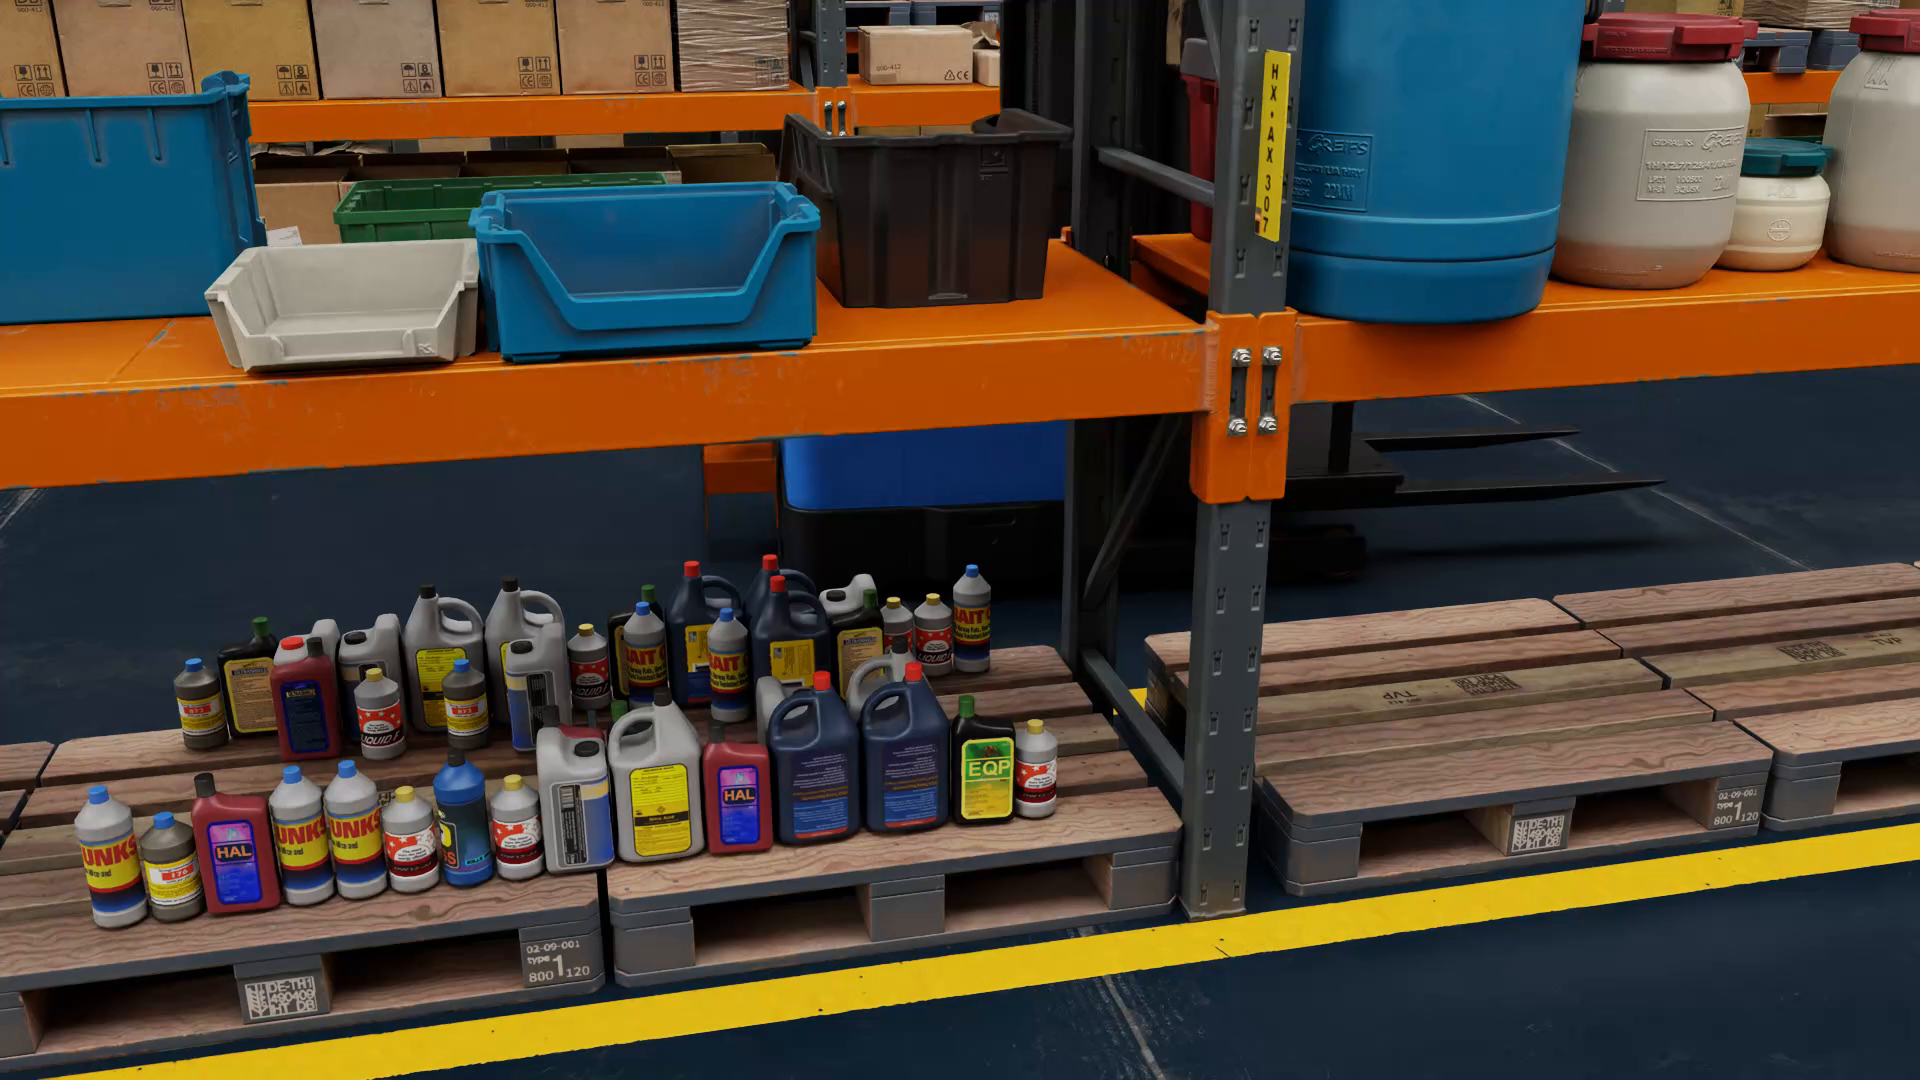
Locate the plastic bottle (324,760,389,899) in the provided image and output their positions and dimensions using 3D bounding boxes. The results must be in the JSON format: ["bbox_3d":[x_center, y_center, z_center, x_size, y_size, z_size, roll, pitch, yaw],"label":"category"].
[{"bbox_3d":[-1.184,0.559,3.255,0.097,0.271,0.097,0,20,0],"label":"plastic bottle"}]

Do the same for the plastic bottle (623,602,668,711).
[{"bbox_3d":[-0.758,0.281,4.015,0.097,0.271,0.097,0,20,0],"label":"plastic bottle"}]

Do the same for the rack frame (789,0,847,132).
[{"bbox_3d":[-0.695,-2.416,8.050,0.127,3.000,1.000,-5,21,-12],"label":"rack frame"}]

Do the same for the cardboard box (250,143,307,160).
[{"bbox_3d":[-5.037,-2.726,12.166,0.500,0.311,0.500,-7,21,-19],"label":"cardboard box"}]

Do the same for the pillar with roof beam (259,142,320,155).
[{"bbox_3d":[-4.258,-5.479,7.688,0.400,9.000,9.100,-5,21,-12],"label":"pillar with roof beam"}]

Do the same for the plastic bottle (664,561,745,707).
[{"bbox_3d":[-0.623,0.219,4.067,0.185,0.351,0.144,-6,21,-15],"label":"plastic bottle"}]

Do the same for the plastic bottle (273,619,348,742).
[{"bbox_3d":[-1.513,0.328,3.879,0.135,0.276,0.152,-4,21,-12],"label":"plastic bottle"}]

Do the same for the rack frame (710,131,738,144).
[{"bbox_3d":[-1.838,-4.074,12.576,0.127,3.000,1.000,-5,21,-12],"label":"rack frame"}]

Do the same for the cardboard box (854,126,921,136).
[{"bbox_3d":[-0.634,-3.229,13.262,0.500,0.500,0.700,-5,21,-14],"label":"cardboard box"}]

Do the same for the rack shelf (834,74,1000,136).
[{"bbox_3d":[1.252,-2.237,8.606,4.000,0.370,1.077,-5,21,-12],"label":"rack shelf"}]

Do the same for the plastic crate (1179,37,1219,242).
[{"bbox_3d":[0.842,-0.929,3.896,0.583,0.464,0.402,-5,21,-12],"label":"plastic crate"}]

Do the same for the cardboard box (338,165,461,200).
[{"bbox_3d":[-2.554,-1.444,7.692,0.500,0.500,0.500,-5,21,-12],"label":"cardboard box"}]

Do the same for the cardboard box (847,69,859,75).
[{"bbox_3d":[-0.698,-3.559,13.074,0.500,0.250,0.500,-5,21,-14],"label":"cardboard box"}]

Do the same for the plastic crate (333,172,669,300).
[{"bbox_3d":[-0.944,-0.646,3.524,0.662,0.188,0.450,-5,21,-12],"label":"plastic crate"}]

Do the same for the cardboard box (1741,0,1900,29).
[{"bbox_3d":[4.719,-3.073,9.087,0.500,0.500,0.700,-1,20,-2],"label":"cardboard box"}]

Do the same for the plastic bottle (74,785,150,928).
[{"bbox_3d":[-1.615,0.594,3.159,0.097,0.271,0.097,0,20,0],"label":"plastic bottle"}]

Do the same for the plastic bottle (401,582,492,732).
[{"bbox_3d":[-1.218,0.267,3.935,0.185,0.351,0.144,-4,20,-10],"label":"plastic bottle"}]

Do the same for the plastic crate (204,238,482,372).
[{"bbox_3d":[-1.080,-0.421,2.986,0.437,0.136,0.530,-5,21,-12],"label":"plastic crate"}]

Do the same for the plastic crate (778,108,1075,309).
[{"bbox_3d":[-0.097,-0.730,3.537,0.504,0.338,0.767,-5,21,-12],"label":"plastic crate"}]

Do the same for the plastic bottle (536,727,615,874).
[{"bbox_3d":[-0.779,0.514,3.371,0.135,0.276,0.152,-4,21,-11],"label":"plastic bottle"}]

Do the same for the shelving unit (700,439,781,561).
[{"bbox_3d":[-0.745,-0.462,5.548,0.252,1.050,0.215,-3,20,-7],"label":"shelving unit"}]

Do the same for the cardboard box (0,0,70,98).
[{"bbox_3d":[-4.130,-2.179,7.258,0.500,0.500,0.700,-5,21,-12],"label":"cardboard box"}]

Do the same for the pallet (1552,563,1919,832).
[{"bbox_3d":[2.387,0.378,4.475,1.213,0.211,1.003,-5,21,-12],"label":"pallet"}]

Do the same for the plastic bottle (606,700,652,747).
[{"bbox_3d":[-0.668,0.467,3.489,0.133,0.283,0.061,-5,21,-12],"label":"plastic bottle"}]

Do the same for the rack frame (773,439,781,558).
[{"bbox_3d":[-0.624,-0.467,5.564,0.008,1.050,0.200,-3,20,-7],"label":"rack frame"}]

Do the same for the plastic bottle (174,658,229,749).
[{"bbox_3d":[-1.765,0.374,3.862,0.097,0.201,0.097,0,20,0],"label":"plastic bottle"}]

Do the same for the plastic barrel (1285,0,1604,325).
[{"bbox_3d":[0.887,-0.923,3.244,0.708,0.901,0.600,-5,21,-12],"label":"plastic barrel"}]

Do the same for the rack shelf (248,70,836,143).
[{"bbox_3d":[-2.641,-1.920,7.742,4.000,0.370,1.077,-5,21,-12],"label":"rack shelf"}]

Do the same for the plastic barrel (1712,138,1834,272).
[{"bbox_3d":[1.765,-0.747,3.693,0.301,0.262,0.301,0,20,0],"label":"plastic barrel"}]

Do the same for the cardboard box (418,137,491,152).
[{"bbox_3d":[-3.757,-2.902,12.369,0.500,0.500,0.700,-6,21,-16],"label":"cardboard box"}]

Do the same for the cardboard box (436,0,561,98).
[{"bbox_3d":[-2.126,-2.344,7.707,0.500,0.500,0.700,-4,21,-12],"label":"cardboard box"}]

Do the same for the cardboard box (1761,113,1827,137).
[{"bbox_3d":[5.103,-2.359,9.797,0.500,0.250,0.500,-5,21,-14],"label":"cardboard box"}]

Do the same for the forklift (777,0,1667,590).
[{"bbox_3d":[0.890,-1.414,5.414,3.031,2.935,1.130,-3,20,-7],"label":"forklift"}]

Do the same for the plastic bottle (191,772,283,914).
[{"bbox_3d":[-1.390,0.576,3.190,0.133,0.283,0.061,-4,21,-12],"label":"plastic bottle"}]

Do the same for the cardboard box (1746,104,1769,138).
[{"bbox_3d":[6.699,-3.756,14.730,0.500,0.500,0.700,-4,21,-12],"label":"cardboard box"}]

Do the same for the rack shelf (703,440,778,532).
[{"bbox_3d":[-0.745,-0.191,5.647,0.240,0.259,0.215,-3,20,-7],"label":"rack shelf"}]

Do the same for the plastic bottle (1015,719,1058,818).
[{"bbox_3d":[0.160,0.482,3.566,0.097,0.201,0.097,0,20,0],"label":"plastic bottle"}]

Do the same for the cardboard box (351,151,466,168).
[{"bbox_3d":[-2.677,-1.623,8.182,0.500,0.500,0.500,-5,21,-12],"label":"cardboard box"}]

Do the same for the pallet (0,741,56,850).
[{"bbox_3d":[-2.596,0.784,3.369,1.213,0.211,1.003,-5,21,-12],"label":"pallet"}]

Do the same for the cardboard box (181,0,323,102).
[{"bbox_3d":[-3.135,-2.260,7.478,0.500,0.500,0.700,-5,21,-12],"label":"cardboard box"}]

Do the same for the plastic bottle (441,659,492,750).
[{"bbox_3d":[-1.147,0.375,3.860,0.097,0.201,0.097,0,20,0],"label":"plastic bottle"}]

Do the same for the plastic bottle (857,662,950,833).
[{"bbox_3d":[-0.119,0.427,3.501,0.185,0.351,0.144,-5,21,-14],"label":"plastic bottle"}]

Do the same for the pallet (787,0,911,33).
[{"bbox_3d":[-1.061,-3.996,12.641,1.213,0.211,1.003,-5,21,-12],"label":"pallet"}]

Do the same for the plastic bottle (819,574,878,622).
[{"bbox_3d":[-0.278,0.228,4.153,0.135,0.276,0.152,-4,20,-11],"label":"plastic bottle"}]

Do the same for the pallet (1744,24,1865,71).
[{"bbox_3d":[5.090,-2.798,9.372,1.213,0.211,1.003,-5,21,-12],"label":"pallet"}]

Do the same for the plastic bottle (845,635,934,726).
[{"bbox_3d":[-0.152,0.378,3.632,0.185,0.351,0.144,-5,21,-12],"label":"plastic bottle"}]

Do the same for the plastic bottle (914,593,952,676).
[{"bbox_3d":[-0.068,0.236,4.239,0.097,0.201,0.097,0,20,0],"label":"plastic bottle"}]

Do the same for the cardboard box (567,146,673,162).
[{"bbox_3d":[-1.703,-1.701,8.393,0.500,0.500,0.500,-5,21,-12],"label":"cardboard box"}]

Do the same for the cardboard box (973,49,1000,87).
[{"bbox_3d":[0.215,-2.300,8.098,0.250,0.149,0.380,-5,21,-12],"label":"cardboard box"}]

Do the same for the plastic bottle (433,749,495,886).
[{"bbox_3d":[-0.987,0.543,3.299,0.097,0.271,0.097,0,20,0],"label":"plastic bottle"}]

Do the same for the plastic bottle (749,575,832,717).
[{"bbox_3d":[-0.406,0.252,3.976,0.185,0.351,0.144,-5,21,-12],"label":"plastic bottle"}]

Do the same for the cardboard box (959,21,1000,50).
[{"bbox_3d":[0.119,-2.484,8.431,0.258,0.266,0.396,-5,21,-14],"label":"cardboard box"}]

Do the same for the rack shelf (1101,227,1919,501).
[{"bbox_3d":[2.388,-0.579,4.079,4.000,0.370,1.077,-5,21,-12],"label":"rack shelf"}]

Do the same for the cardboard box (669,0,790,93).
[{"bbox_3d":[-1.125,-2.426,7.931,0.500,0.500,0.700,-5,21,-14],"label":"cardboard box"}]

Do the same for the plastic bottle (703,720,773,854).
[{"bbox_3d":[-0.455,0.500,3.397,0.133,0.283,0.061,-3,20,-9],"label":"plastic bottle"}]

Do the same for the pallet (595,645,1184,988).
[{"bbox_3d":[-0.222,0.590,3.896,1.213,0.211,1.003,-5,21,-12],"label":"pallet"}]

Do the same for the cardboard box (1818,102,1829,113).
[{"bbox_3d":[7.688,-3.834,14.945,0.500,0.500,0.700,-4,21,-11],"label":"cardboard box"}]

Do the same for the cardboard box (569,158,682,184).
[{"bbox_3d":[-1.585,-1.529,7.925,0.500,0.500,0.500,-5,21,-12],"label":"cardboard box"}]

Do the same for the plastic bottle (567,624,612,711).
[{"bbox_3d":[-0.904,0.304,4.053,0.097,0.201,0.097,0,20,0],"label":"plastic bottle"}]
